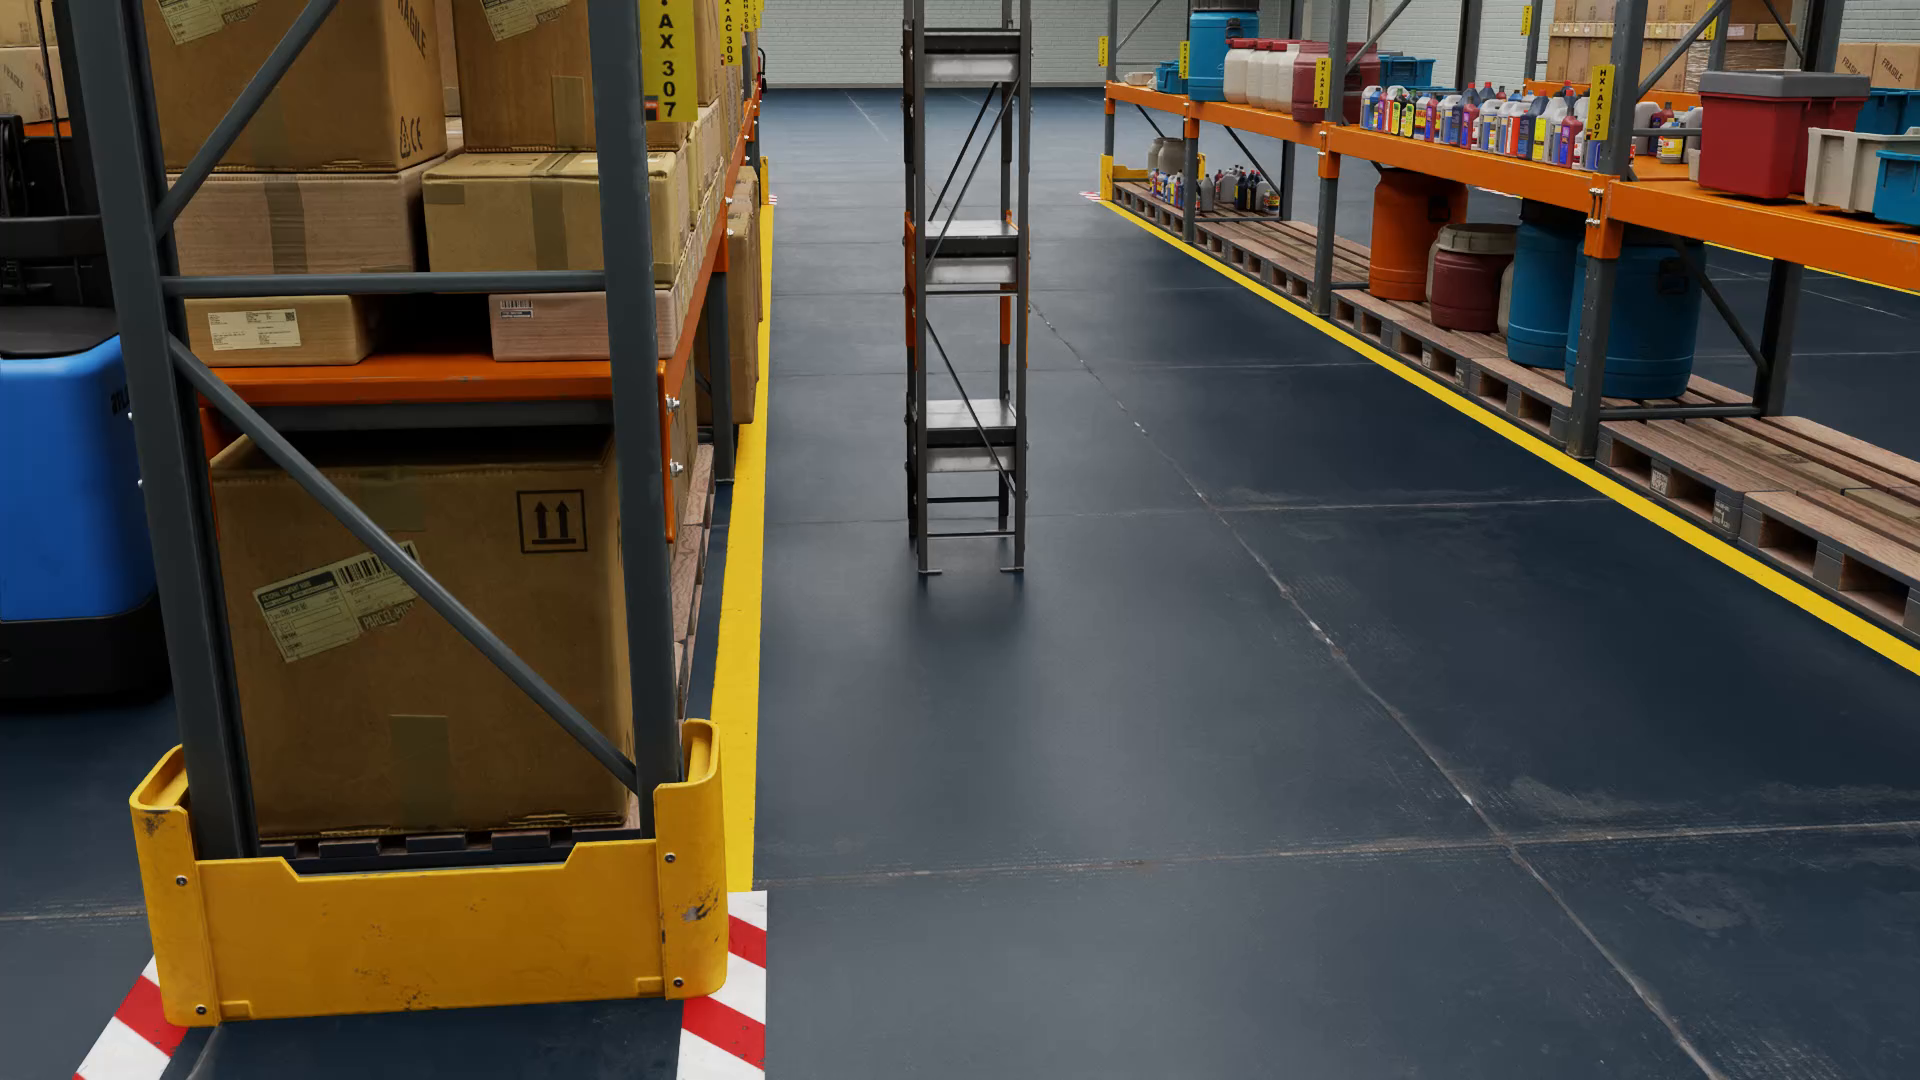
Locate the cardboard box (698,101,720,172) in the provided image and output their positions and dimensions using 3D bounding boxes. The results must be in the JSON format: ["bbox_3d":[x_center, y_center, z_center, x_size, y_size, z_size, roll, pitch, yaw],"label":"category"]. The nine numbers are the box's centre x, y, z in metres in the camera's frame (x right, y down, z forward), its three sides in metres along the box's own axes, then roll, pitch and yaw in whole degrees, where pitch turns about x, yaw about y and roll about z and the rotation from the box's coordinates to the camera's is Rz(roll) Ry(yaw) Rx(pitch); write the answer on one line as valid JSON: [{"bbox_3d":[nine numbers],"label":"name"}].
[{"bbox_3d":[-1.156,-1.478,6.131,0.500,0.250,0.500,-1,17,-4],"label":"cardboard box"}]

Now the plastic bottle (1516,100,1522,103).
[{"bbox_3d":[3.040,-2.262,9.089,0.097,0.271,0.097,0,17,0],"label":"plastic bottle"}]

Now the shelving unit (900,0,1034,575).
[{"bbox_3d":[0.017,-0.952,6.205,0.431,2.100,0.503,-2,18,-6],"label":"shelving unit"}]

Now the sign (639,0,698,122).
[{"bbox_3d":[-0.554,-0.960,3.148,0.100,0.325,0.005,-2,18,-6],"label":"sign"}]

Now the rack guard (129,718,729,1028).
[{"bbox_3d":[-1.104,0.706,3.592,1.175,0.500,0.348,-2,18,-6],"label":"rack guard"}]

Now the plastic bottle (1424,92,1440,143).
[{"bbox_3d":[2.792,-2.490,9.794,0.061,0.283,0.133,-2,18,-6],"label":"plastic bottle"}]

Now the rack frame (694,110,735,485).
[{"bbox_3d":[-1.519,-1.685,7.037,1.000,3.000,0.127,-2,18,-6],"label":"rack frame"}]

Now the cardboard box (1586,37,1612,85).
[{"bbox_3d":[7.237,-5.169,17.967,0.700,0.500,0.500,-2,18,-5],"label":"cardboard box"}]

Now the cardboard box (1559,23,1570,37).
[{"bbox_3d":[6.954,-5.720,18.640,0.380,0.149,0.250,-2,18,-7],"label":"cardboard box"}]

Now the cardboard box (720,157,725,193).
[{"bbox_3d":[-1.161,-1.485,6.817,0.380,0.149,0.250,-2,18,-5],"label":"cardboard box"}]

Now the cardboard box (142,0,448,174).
[{"bbox_3d":[-1.418,-1.059,3.543,0.500,0.500,0.500,-2,17,-5],"label":"cardboard box"}]

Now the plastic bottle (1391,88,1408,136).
[{"bbox_3d":[2.734,-2.656,10.324,0.061,0.283,0.133,-2,18,-6],"label":"plastic bottle"}]

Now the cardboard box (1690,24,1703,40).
[{"bbox_3d":[7.245,-4.879,15.960,0.380,0.149,0.250,-2,18,-7],"label":"cardboard box"}]

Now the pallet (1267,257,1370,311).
[{"bbox_3d":[2.954,-1.931,12.477,1.003,0.211,1.213,-2,18,-6],"label":"pallet"}]

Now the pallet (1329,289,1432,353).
[{"bbox_3d":[3.118,-1.466,10.994,1.003,0.211,1.213,-2,18,-6],"label":"pallet"}]

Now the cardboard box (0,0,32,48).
[{"bbox_3d":[-7.020,-3.716,11.669,0.700,0.500,0.500,-2,18,-6],"label":"cardboard box"}]

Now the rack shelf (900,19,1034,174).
[{"bbox_3d":[0.017,-1.607,6.000,0.431,0.518,0.480,-2,18,-6],"label":"rack shelf"}]

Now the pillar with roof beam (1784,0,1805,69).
[{"bbox_3d":[8.056,-10.054,23.680,9.100,9.000,0.400,-2,18,-6],"label":"pillar with roof beam"}]

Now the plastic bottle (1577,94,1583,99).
[{"bbox_3d":[3.551,-2.430,9.603,0.061,0.283,0.133,-2,18,-6],"label":"plastic bottle"}]

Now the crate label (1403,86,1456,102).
[{"bbox_3d":[3.325,-3.087,11.782,0.303,0.233,0.416,-2,18,-6],"label":"crate label"}]

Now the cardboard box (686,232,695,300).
[{"bbox_3d":[-0.897,-0.720,4.381,0.380,0.149,0.250,-2,18,-6],"label":"cardboard box"}]

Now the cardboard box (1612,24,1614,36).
[{"bbox_3d":[7.081,-5.341,17.432,0.380,0.149,0.250,-2,18,-5],"label":"cardboard box"}]

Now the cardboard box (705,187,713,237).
[{"bbox_3d":[-1.029,-1.102,5.598,0.380,0.149,0.250,-2,18,-7],"label":"cardboard box"}]

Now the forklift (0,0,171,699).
[{"bbox_3d":[-3.203,-1.299,5.922,1.130,2.935,3.031,-3,18,-9],"label":"forklift"}]

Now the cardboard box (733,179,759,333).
[{"bbox_3d":[-1.797,-1.591,9.584,1.225,0.875,0.875,-2,18,-5],"label":"cardboard box"}]

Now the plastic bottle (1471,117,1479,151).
[{"bbox_3d":[2.879,-2.253,9.177,0.097,0.201,0.097,0,17,0],"label":"plastic bottle"}]

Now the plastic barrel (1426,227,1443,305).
[{"bbox_3d":[3.210,-1.733,10.640,0.421,0.512,0.421,0,17,0],"label":"plastic barrel"}]

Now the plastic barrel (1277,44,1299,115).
[{"bbox_3d":[2.633,-3.509,12.658,0.421,0.512,0.421,0,17,0],"label":"plastic barrel"}]

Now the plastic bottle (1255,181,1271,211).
[{"bbox_3d":[2.925,-3.336,16.108,0.152,0.276,0.135,-1,17,-4],"label":"plastic bottle"}]

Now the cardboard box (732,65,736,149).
[{"bbox_3d":[-1.532,-2.482,9.408,0.500,0.500,0.500,-2,18,-7],"label":"cardboard box"}]

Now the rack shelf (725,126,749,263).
[{"bbox_3d":[-1.725,-1.938,9.043,1.077,0.370,4.000,-2,18,-6],"label":"rack shelf"}]

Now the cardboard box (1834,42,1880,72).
[{"bbox_3d":[7.627,-4.035,14.355,0.500,0.500,0.500,-1,17,-2],"label":"cardboard box"}]

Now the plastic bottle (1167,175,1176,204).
[{"bbox_3d":[2.164,-3.517,16.684,0.152,0.276,0.135,-1,17,-5],"label":"plastic bottle"}]

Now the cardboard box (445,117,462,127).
[{"bbox_3d":[-1.582,-1.158,5.111,0.500,0.250,0.500,-2,18,-6],"label":"cardboard box"}]

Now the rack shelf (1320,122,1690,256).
[{"bbox_3d":[3.202,-2.091,9.530,1.077,0.370,4.000,-2,18,-6],"label":"rack shelf"}]

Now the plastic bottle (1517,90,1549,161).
[{"bbox_3d":[2.968,-2.133,8.547,0.144,0.351,0.185,-2,18,-6],"label":"plastic bottle"}]

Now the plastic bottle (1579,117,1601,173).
[{"bbox_3d":[3.046,-1.886,7.885,0.152,0.276,0.135,-2,18,-6],"label":"plastic bottle"}]

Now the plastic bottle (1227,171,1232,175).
[{"bbox_3d":[2.809,-3.673,17.181,0.152,0.276,0.135,-2,18,-7],"label":"plastic bottle"}]

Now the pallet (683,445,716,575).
[{"bbox_3d":[-1.518,-0.126,6.725,1.003,0.211,1.213,-2,18,-6],"label":"pallet"}]

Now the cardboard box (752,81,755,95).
[{"bbox_3d":[-2.153,-4.321,15.851,0.380,0.149,0.250,-2,18,-6],"label":"cardboard box"}]

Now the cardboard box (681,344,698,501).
[{"bbox_3d":[-1.530,-0.673,6.658,0.875,0.875,0.875,-2,18,-6],"label":"cardboard box"}]

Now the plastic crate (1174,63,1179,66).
[{"bbox_3d":[2.581,-5.009,17.872,0.499,0.251,0.408,-2,18,-6],"label":"plastic crate"}]

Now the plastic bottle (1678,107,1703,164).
[{"bbox_3d":[3.701,-2.038,8.367,0.152,0.276,0.135,-2,18,-6],"label":"plastic bottle"}]

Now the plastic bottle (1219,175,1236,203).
[{"bbox_3d":[2.704,-3.556,16.809,0.152,0.276,0.135,-2,18,-6],"label":"plastic bottle"}]

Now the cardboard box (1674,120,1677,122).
[{"bbox_3d":[7.617,-4.214,17.731,0.500,0.500,0.500,-2,18,-6],"label":"cardboard box"}]

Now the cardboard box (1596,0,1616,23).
[{"bbox_3d":[7.251,-5.770,17.715,0.700,0.500,0.500,-2,18,-5],"label":"cardboard box"}]

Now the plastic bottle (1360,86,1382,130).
[{"bbox_3d":[2.718,-2.832,10.896,0.152,0.276,0.135,-2,18,-6],"label":"plastic bottle"}]

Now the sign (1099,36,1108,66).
[{"bbox_3d":[1.622,-5.530,18.821,0.100,0.325,0.005,-2,18,-6],"label":"sign"}]

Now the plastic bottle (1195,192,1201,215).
[{"bbox_3d":[2.235,-3.195,15.783,0.097,0.201,0.097,0,17,0],"label":"plastic bottle"}]

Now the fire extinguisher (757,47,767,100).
[{"bbox_3d":[-2.310,-5.272,18.590,0.296,0.674,0.183,-2,18,-6],"label":"fire extinguisher"}]

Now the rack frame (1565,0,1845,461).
[{"bbox_3d":[3.408,-1.838,7.524,1.000,3.000,0.127,-2,18,-6],"label":"rack frame"}]

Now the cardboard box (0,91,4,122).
[{"bbox_3d":[-6.653,-2.944,10.878,0.500,0.500,0.500,-2,17,-5],"label":"cardboard box"}]

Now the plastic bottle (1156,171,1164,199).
[{"bbox_3d":[2.082,-3.670,17.178,0.097,0.271,0.097,0,17,0],"label":"plastic bottle"}]

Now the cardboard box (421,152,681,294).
[{"bbox_3d":[-0.887,-0.715,3.701,0.500,0.250,0.500,-2,18,-7],"label":"cardboard box"}]
